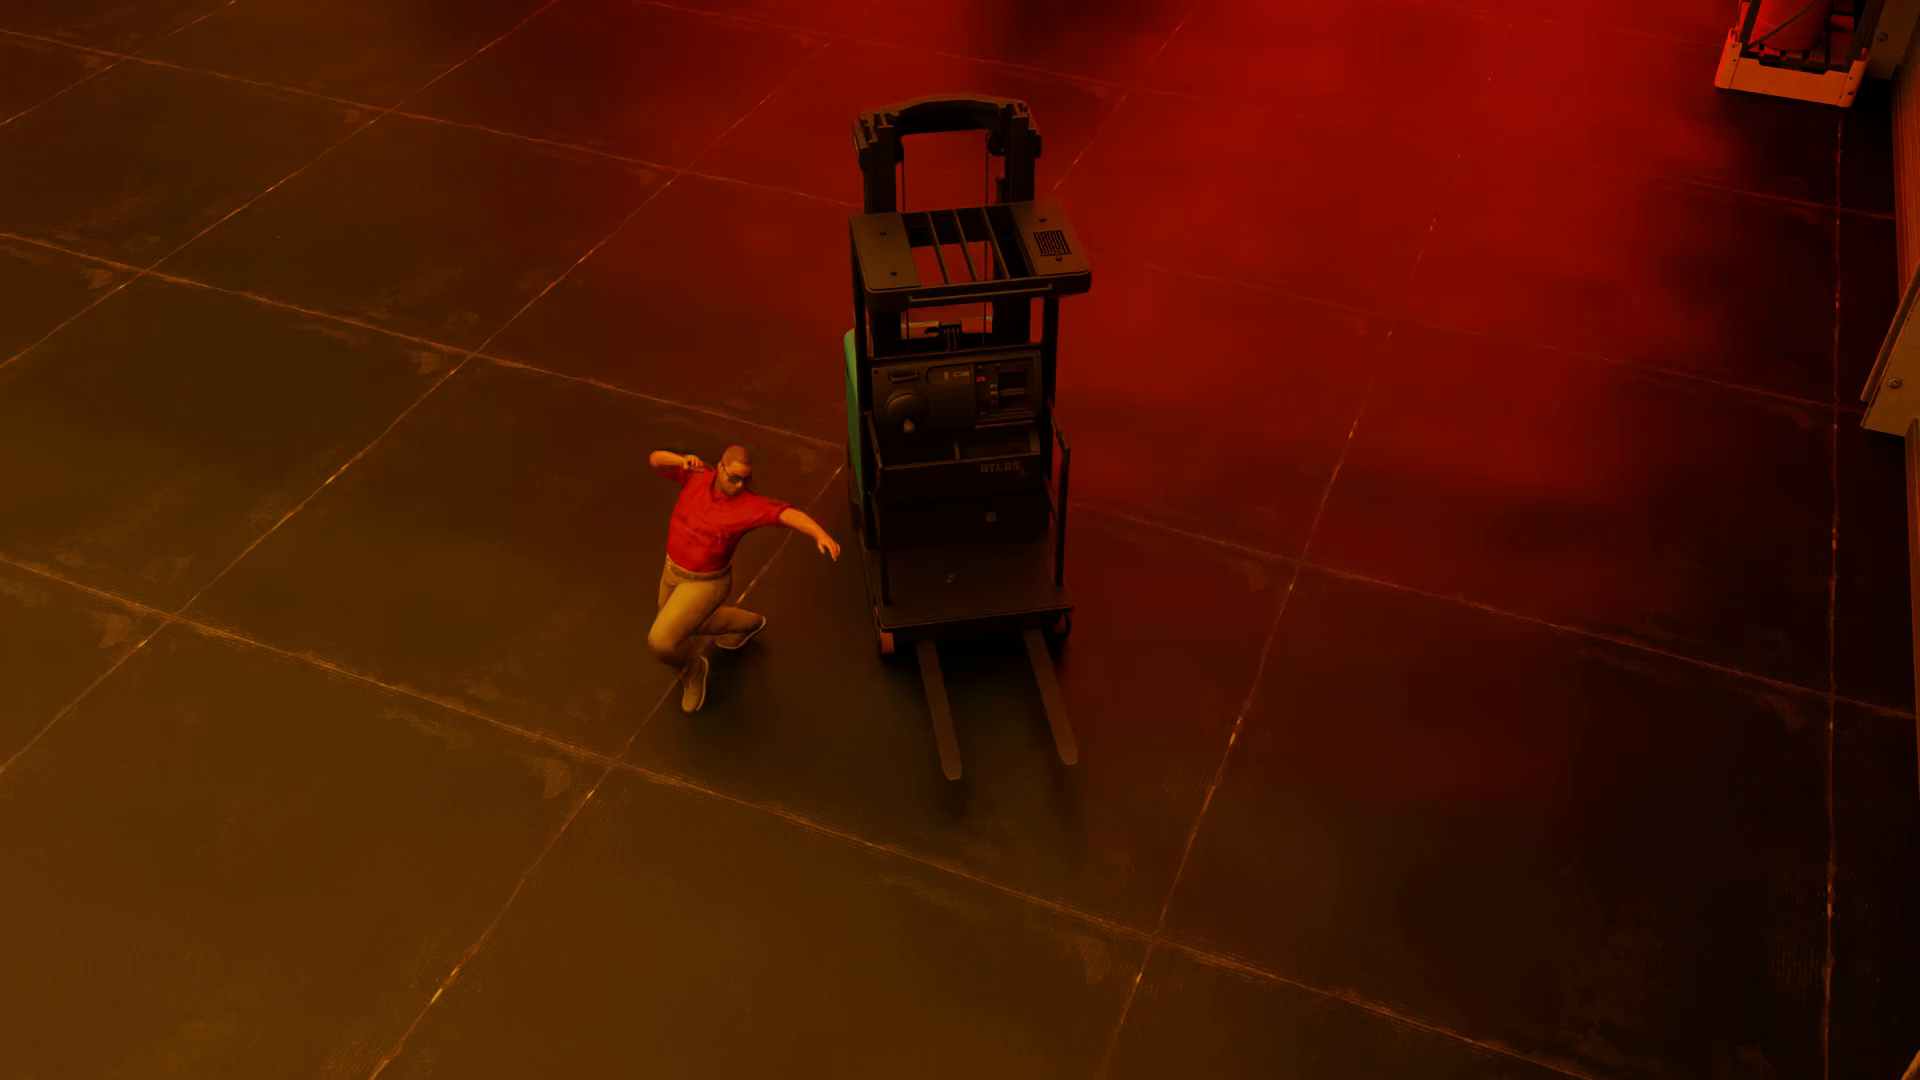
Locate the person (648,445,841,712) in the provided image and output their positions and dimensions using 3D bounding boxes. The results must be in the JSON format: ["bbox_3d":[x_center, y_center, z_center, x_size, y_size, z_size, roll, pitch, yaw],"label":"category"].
[{"bbox_3d":[-1.229,0.273,8.789,0.860,1.599,1.108,-31,49,-32],"label":"person"}]

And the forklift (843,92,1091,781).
[{"bbox_3d":[0.025,-0.720,8.866,1.130,2.935,3.031,-6,40,-7],"label":"forklift"}]
